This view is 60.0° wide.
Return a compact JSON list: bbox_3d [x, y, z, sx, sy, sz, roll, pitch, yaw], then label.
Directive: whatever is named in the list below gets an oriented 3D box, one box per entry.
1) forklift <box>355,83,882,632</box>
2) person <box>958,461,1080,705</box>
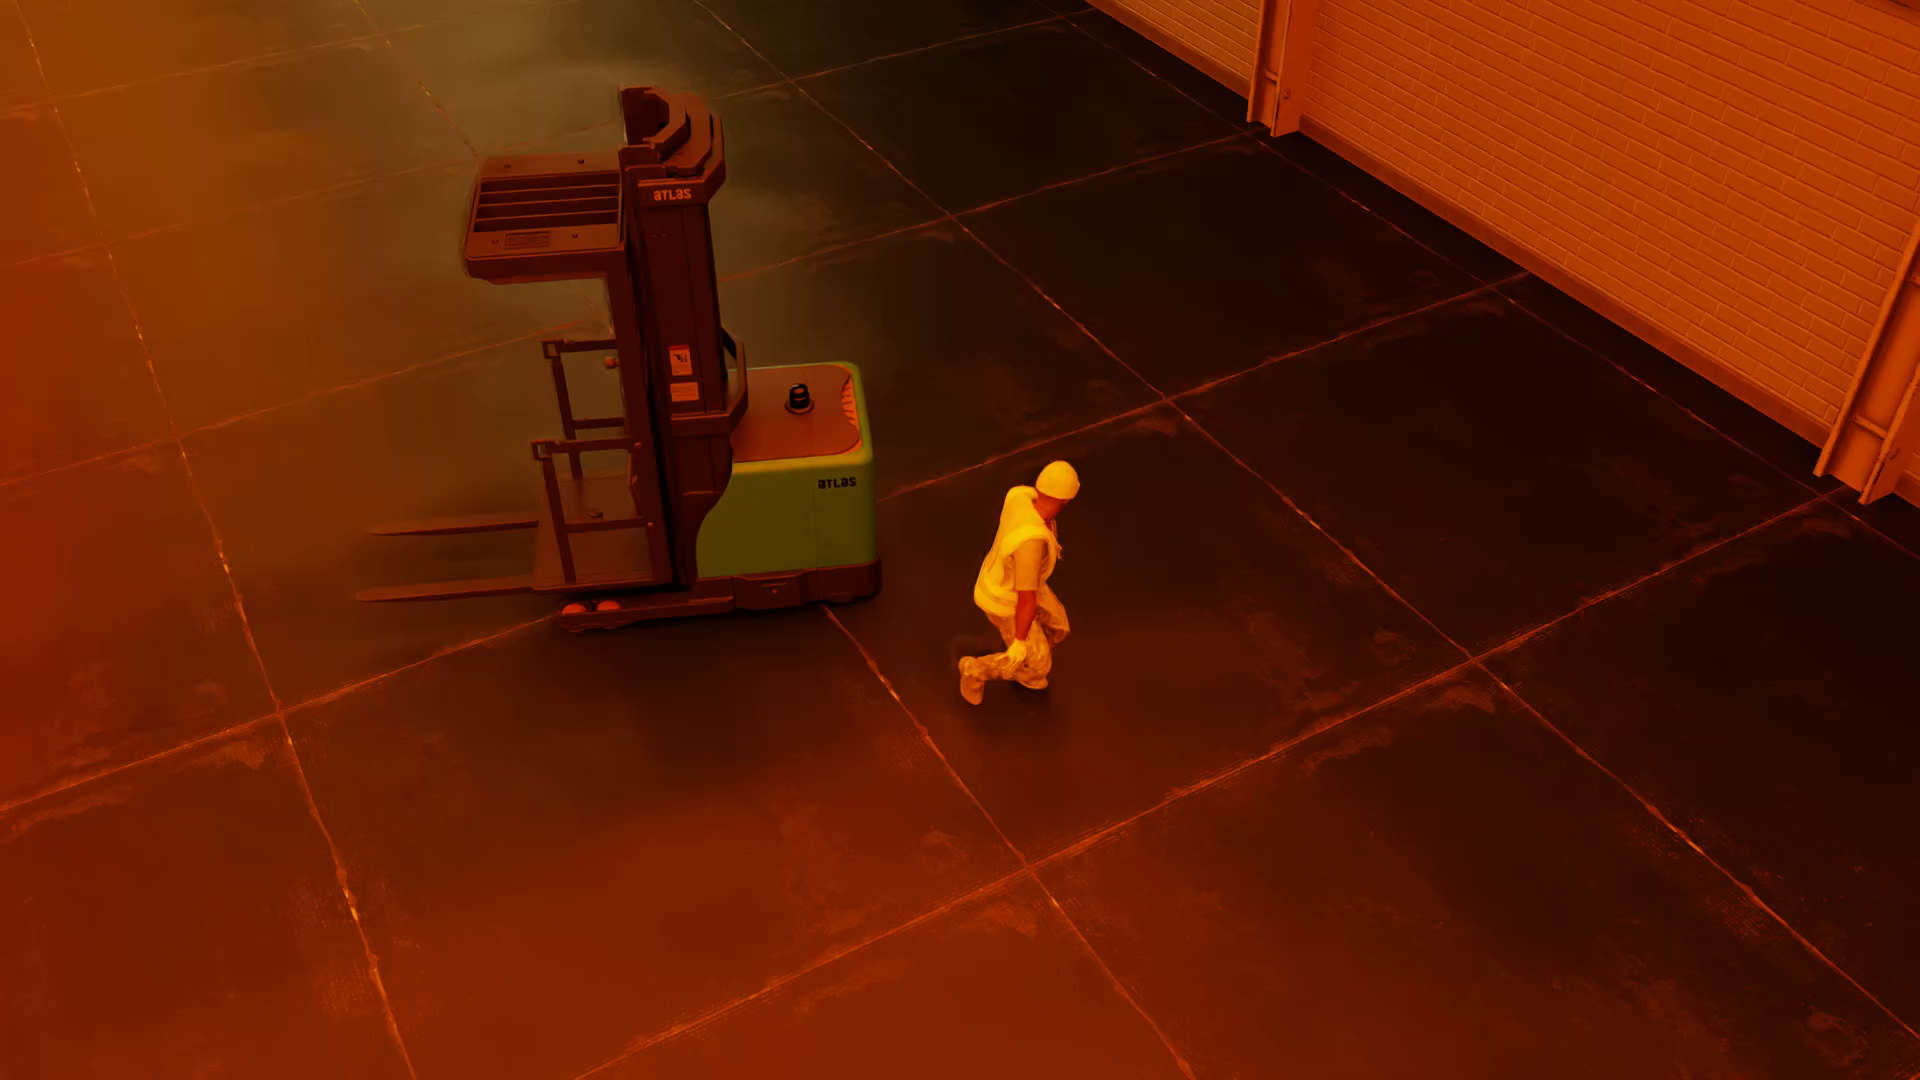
[{"bbox_3d":[-2.025,-0.953,9.185,3.031,2.935,1.130,-5,40,-6],"label":"forklift"},{"bbox_3d":[0.287,0.272,8.796,0.586,1.593,0.959,9,40,11],"label":"person"}]
